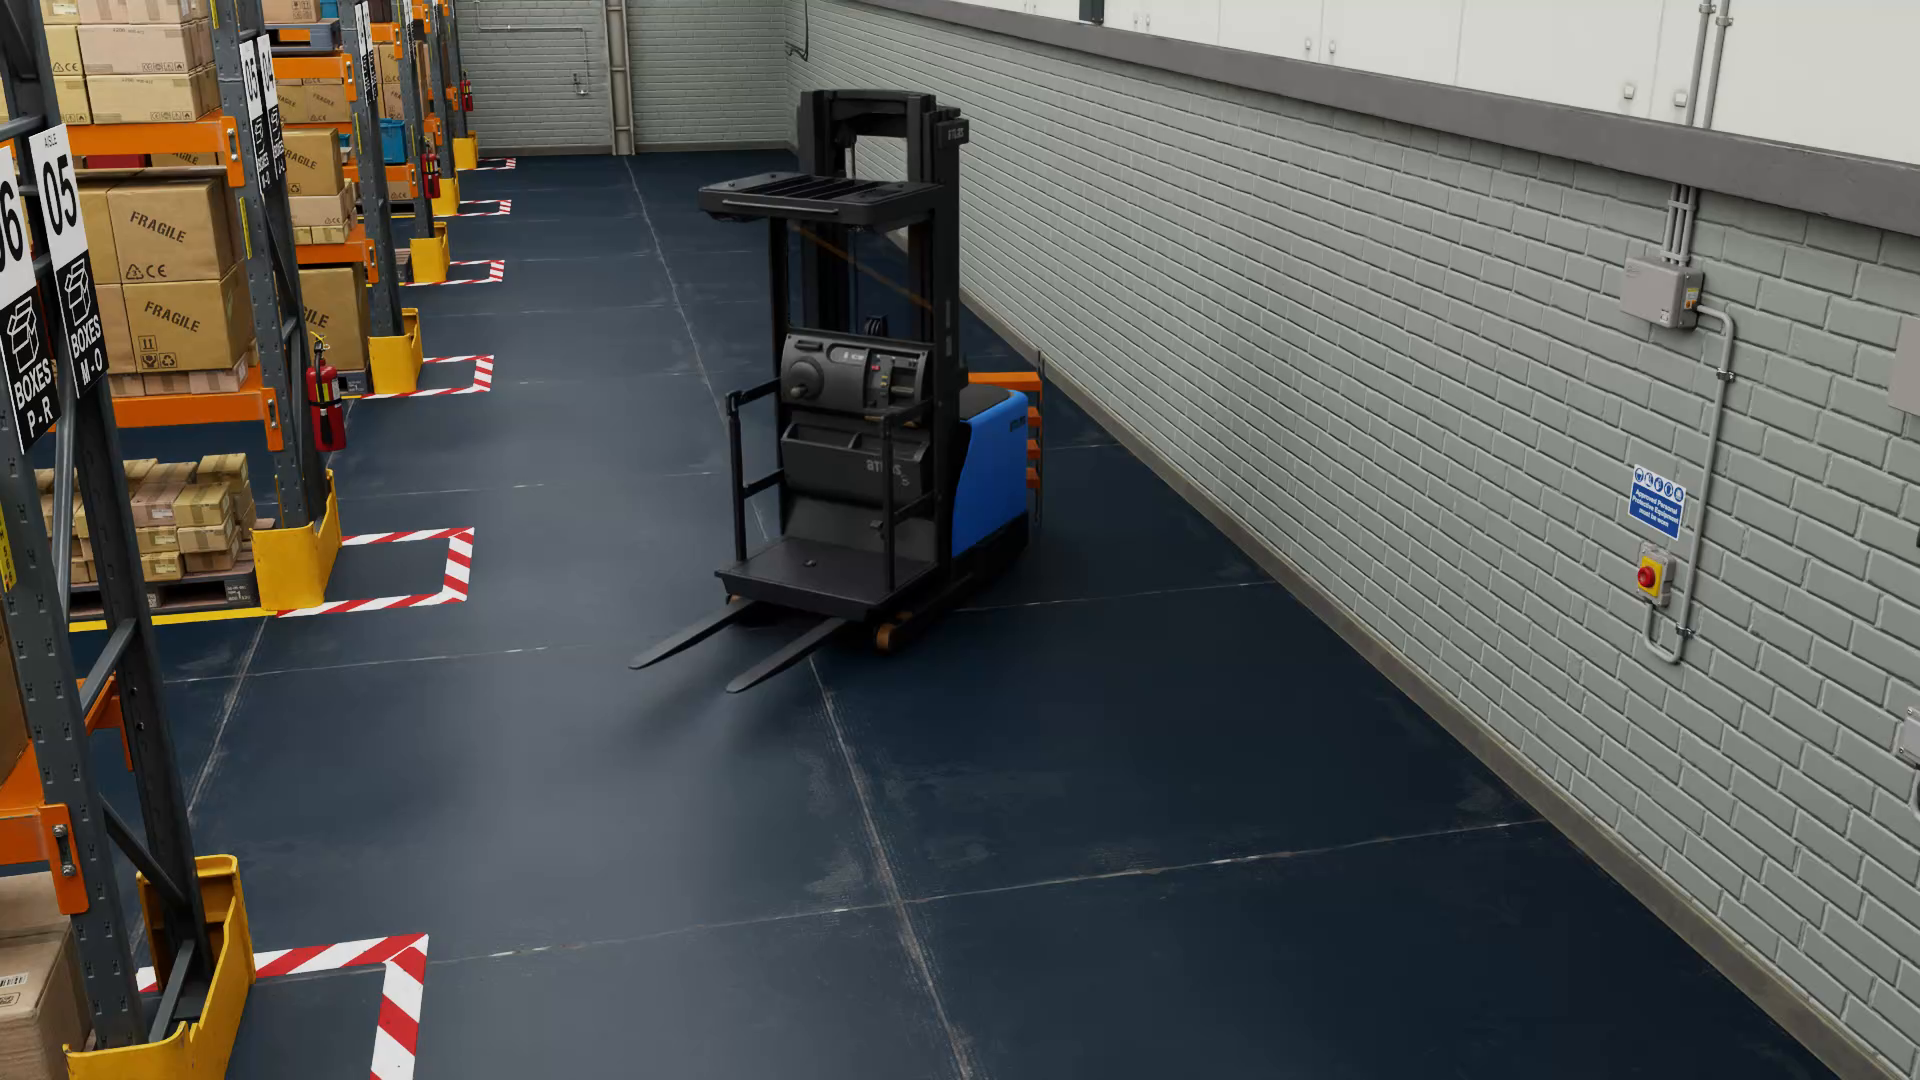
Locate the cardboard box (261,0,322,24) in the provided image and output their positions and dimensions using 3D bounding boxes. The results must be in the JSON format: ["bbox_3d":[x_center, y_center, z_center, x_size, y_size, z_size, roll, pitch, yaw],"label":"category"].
[{"bbox_3d":[-5.544,-4.507,13.616,0.500,0.500,0.700,-6,21,-16],"label":"cardboard box"}]

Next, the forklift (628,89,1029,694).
[{"bbox_3d":[-0.699,-0.925,9.197,1.130,2.935,3.031,10,23,26],"label":"forklift"}]

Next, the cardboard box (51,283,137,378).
[{"bbox_3d":[-4.888,-1.225,9.339,0.500,0.500,0.500,-5,21,-13],"label":"cardboard box"}]

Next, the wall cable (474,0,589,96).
[{"bbox_3d":[-7.441,-8.736,28.945,1.851,1.984,0.084,-5,21,-12],"label":"wall cable"}]

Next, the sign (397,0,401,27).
[{"bbox_3d":[-6.047,-5.701,17.929,0.005,0.325,0.100,-5,21,-12],"label":"sign"}]

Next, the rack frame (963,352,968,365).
[{"bbox_3d":[0.036,-0.617,10.874,0.015,1.200,0.240,-2,20,-4],"label":"rack frame"}]

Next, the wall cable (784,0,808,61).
[{"bbox_3d":[-2.883,-9.528,28.377,0.112,2.526,3.097,-5,21,-12],"label":"wall cable"}]

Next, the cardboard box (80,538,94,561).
[{"bbox_3d":[-4.960,-0.018,9.724,0.250,0.149,0.380,-6,21,-15],"label":"cardboard box"}]

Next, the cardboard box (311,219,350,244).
[{"bbox_3d":[-5.321,-2.611,14.065,0.250,0.149,0.380,-4,21,-11],"label":"cardboard box"}]

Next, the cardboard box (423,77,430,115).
[{"bbox_3d":[-7.818,-6.283,23.581,0.500,0.500,0.500,-4,21,-11],"label":"cardboard box"}]

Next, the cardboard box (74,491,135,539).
[{"bbox_3d":[-4.944,-0.146,9.642,0.250,0.149,0.380,-5,21,-14],"label":"cardboard box"}]

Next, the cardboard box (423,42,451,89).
[{"bbox_3d":[-8.964,-7.938,27.808,0.700,0.700,0.980,-4,20,-10],"label":"cardboard box"}]

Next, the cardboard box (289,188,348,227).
[{"bbox_3d":[-5.461,-2.809,14.028,0.500,0.250,0.500,-5,21,-13],"label":"cardboard box"}]

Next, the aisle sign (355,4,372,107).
[{"bbox_3d":[-4.911,-3.993,13.694,0.004,0.787,0.394,-5,21,-12],"label":"aisle sign"}]

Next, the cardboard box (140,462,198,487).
[{"bbox_3d":[-4.836,-0.347,10.190,0.250,0.149,0.380,-4,21,-11],"label":"cardboard box"}]

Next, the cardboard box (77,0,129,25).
[{"bbox_3d":[-4.521,-2.840,8.878,0.250,0.149,0.380,-4,21,-12],"label":"cardboard box"}]

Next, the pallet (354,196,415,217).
[{"bbox_3d":[-8.176,-4.804,23.743,1.213,0.211,1.003,-5,21,-12],"label":"pallet"}]

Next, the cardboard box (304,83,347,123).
[{"bbox_3d":[-8.690,-6.024,22.872,0.500,0.500,0.500,-4,21,-12],"label":"cardboard box"}]

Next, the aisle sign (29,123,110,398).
[{"bbox_3d":[-2.766,-0.873,5.178,0.004,0.787,0.394,-5,21,-12],"label":"aisle sign"}]

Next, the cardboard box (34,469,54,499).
[{"bbox_3d":[-5.605,-0.304,10.072,0.250,0.149,0.380,-4,20,-10],"label":"cardboard box"}]

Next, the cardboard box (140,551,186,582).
[{"bbox_3d":[-4.698,0.108,9.812,0.250,0.149,0.380,-4,20,-11],"label":"cardboard box"}]

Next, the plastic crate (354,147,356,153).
[{"bbox_3d":[-6.837,-4.522,19.215,0.298,0.136,0.250,-5,21,-12],"label":"plastic crate"}]

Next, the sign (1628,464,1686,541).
[{"bbox_3d":[2.761,-0.152,6.595,0.001,0.218,0.327,-5,21,-12],"label":"sign"}]

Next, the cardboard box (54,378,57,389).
[{"bbox_3d":[-4.994,-0.900,9.397,0.250,0.149,0.380,-4,21,-11],"label":"cardboard box"}]

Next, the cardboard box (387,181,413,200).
[{"bbox_3d":[-7.798,-5.091,23.465,0.500,0.500,0.500,-5,21,-12],"label":"cardboard box"}]

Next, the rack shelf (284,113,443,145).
[{"bbox_3d":[-9.272,-5.687,23.145,4.000,0.370,1.077,-5,21,-12],"label":"rack shelf"}]

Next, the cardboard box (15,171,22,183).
[{"bbox_3d":[-5.506,-1.832,9.544,0.500,0.500,0.500,-5,21,-14],"label":"cardboard box"}]

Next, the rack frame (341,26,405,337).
[{"bbox_3d":[-5.050,-2.867,14.400,0.127,3.000,1.000,-5,21,-12],"label":"rack frame"}]

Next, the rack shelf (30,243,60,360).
[{"bbox_3d":[-4.716,-0.462,4.520,4.000,0.370,1.077,-5,21,-12],"label":"rack shelf"}]

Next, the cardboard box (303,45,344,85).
[{"bbox_3d":[-8.691,-6.490,22.690,0.500,0.500,0.500,-4,21,-11],"label":"cardboard box"}]

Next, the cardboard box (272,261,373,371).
[{"bbox_3d":[-5.654,-1.989,14.482,0.875,0.875,0.875,-5,21,-12],"label":"cardboard box"}]

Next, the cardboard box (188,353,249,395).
[{"bbox_3d":[-4.259,-0.960,9.560,0.250,0.149,0.380,-5,21,-12],"label":"cardboard box"}]

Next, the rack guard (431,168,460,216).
[{"bbox_3d":[-7.400,-5.003,23.867,0.348,0.500,1.175,-5,21,-12],"label":"rack guard"}]

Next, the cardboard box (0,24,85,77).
[{"bbox_3d":[-4.894,-2.609,8.826,0.500,0.250,0.500,-5,21,-14],"label":"cardboard box"}]

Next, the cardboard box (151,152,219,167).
[{"bbox_3d":[-6.569,-3.258,14.163,0.500,0.500,0.500,-5,21,-14],"label":"cardboard box"}]

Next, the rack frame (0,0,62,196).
[{"bbox_3d":[-2.770,-2.367,4.313,0.127,3.000,1.000,-5,21,-12],"label":"rack frame"}]

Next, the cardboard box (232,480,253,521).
[{"bbox_3d":[-4.576,-0.241,10.334,0.250,0.149,0.380,-4,20,-10],"label":"cardboard box"}]

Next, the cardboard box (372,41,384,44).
[{"bbox_3d":[-8.325,-6.709,23.289,0.500,0.500,0.500,-4,21,-12],"label":"cardboard box"}]

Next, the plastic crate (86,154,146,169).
[{"bbox_3d":[-9.156,-4.253,18.004,0.583,0.464,0.402,-5,21,-12],"label":"plastic crate"}]

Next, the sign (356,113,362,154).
[{"bbox_3d":[-4.939,-3.339,13.661,0.005,0.325,0.100,-5,21,-12],"label":"sign"}]

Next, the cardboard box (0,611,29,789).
[{"bbox_3d":[-3.178,0.530,4.981,0.500,0.500,0.500,-5,21,-12],"label":"cardboard box"}]

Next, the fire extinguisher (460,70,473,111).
[{"bbox_3d":[-8.217,-7.487,27.667,0.183,0.674,0.296,-5,21,-12],"label":"fire extinguisher"}]

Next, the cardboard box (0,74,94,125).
[{"bbox_3d":[-4.884,-2.369,8.899,0.500,0.250,0.500,-5,21,-12],"label":"cardboard box"}]

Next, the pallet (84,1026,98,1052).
[{"bbox_3d":[-3.530,1.849,5.580,1.213,0.211,1.003,-5,21,-12],"label":"pallet"}]

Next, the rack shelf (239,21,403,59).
[{"bbox_3d":[-8.136,-5.437,18.102,4.000,0.370,1.077,-5,21,-12],"label":"rack shelf"}]

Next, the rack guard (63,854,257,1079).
[{"bbox_3d":[-2.746,1.622,5.780,0.348,0.500,1.175,-5,21,-12],"label":"rack guard"}]

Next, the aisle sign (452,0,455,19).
[{"bbox_3d":[-8.330,-8.967,27.273,0.004,0.787,0.394,-5,21,-12],"label":"aisle sign"}]

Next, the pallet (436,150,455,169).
[{"bbox_3d":[-9.230,-6.442,28.214,1.213,0.211,1.003,-5,21,-12],"label":"pallet"}]

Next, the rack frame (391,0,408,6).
[{"bbox_3d":[-6.190,-7.342,17.894,0.127,3.000,1.000,-5,21,-12],"label":"rack frame"}]

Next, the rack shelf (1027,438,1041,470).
[{"bbox_3d":[0.279,-0.560,10.915,0.480,0.148,0.258,-2,20,-4],"label":"rack shelf"}]

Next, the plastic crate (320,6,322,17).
[{"bbox_3d":[-7.084,-5.660,17.973,0.336,0.188,0.450,-5,21,-12],"label":"plastic crate"}]

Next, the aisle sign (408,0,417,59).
[{"bbox_3d":[-6.188,-5.851,18.766,0.004,0.787,0.394,-5,21,-12],"label":"aisle sign"}]

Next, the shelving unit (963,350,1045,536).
[{"bbox_3d":[0.279,-0.623,10.892,0.503,1.200,0.258,-2,20,-4],"label":"shelving unit"}]

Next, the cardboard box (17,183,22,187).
[{"bbox_3d":[-5.392,-1.651,9.049,0.500,0.500,0.500,-4,20,-10],"label":"cardboard box"}]

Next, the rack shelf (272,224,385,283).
[{"bbox_3d":[-6.996,-2.371,14.092,4.000,0.370,1.077,-5,21,-12],"label":"rack shelf"}]
